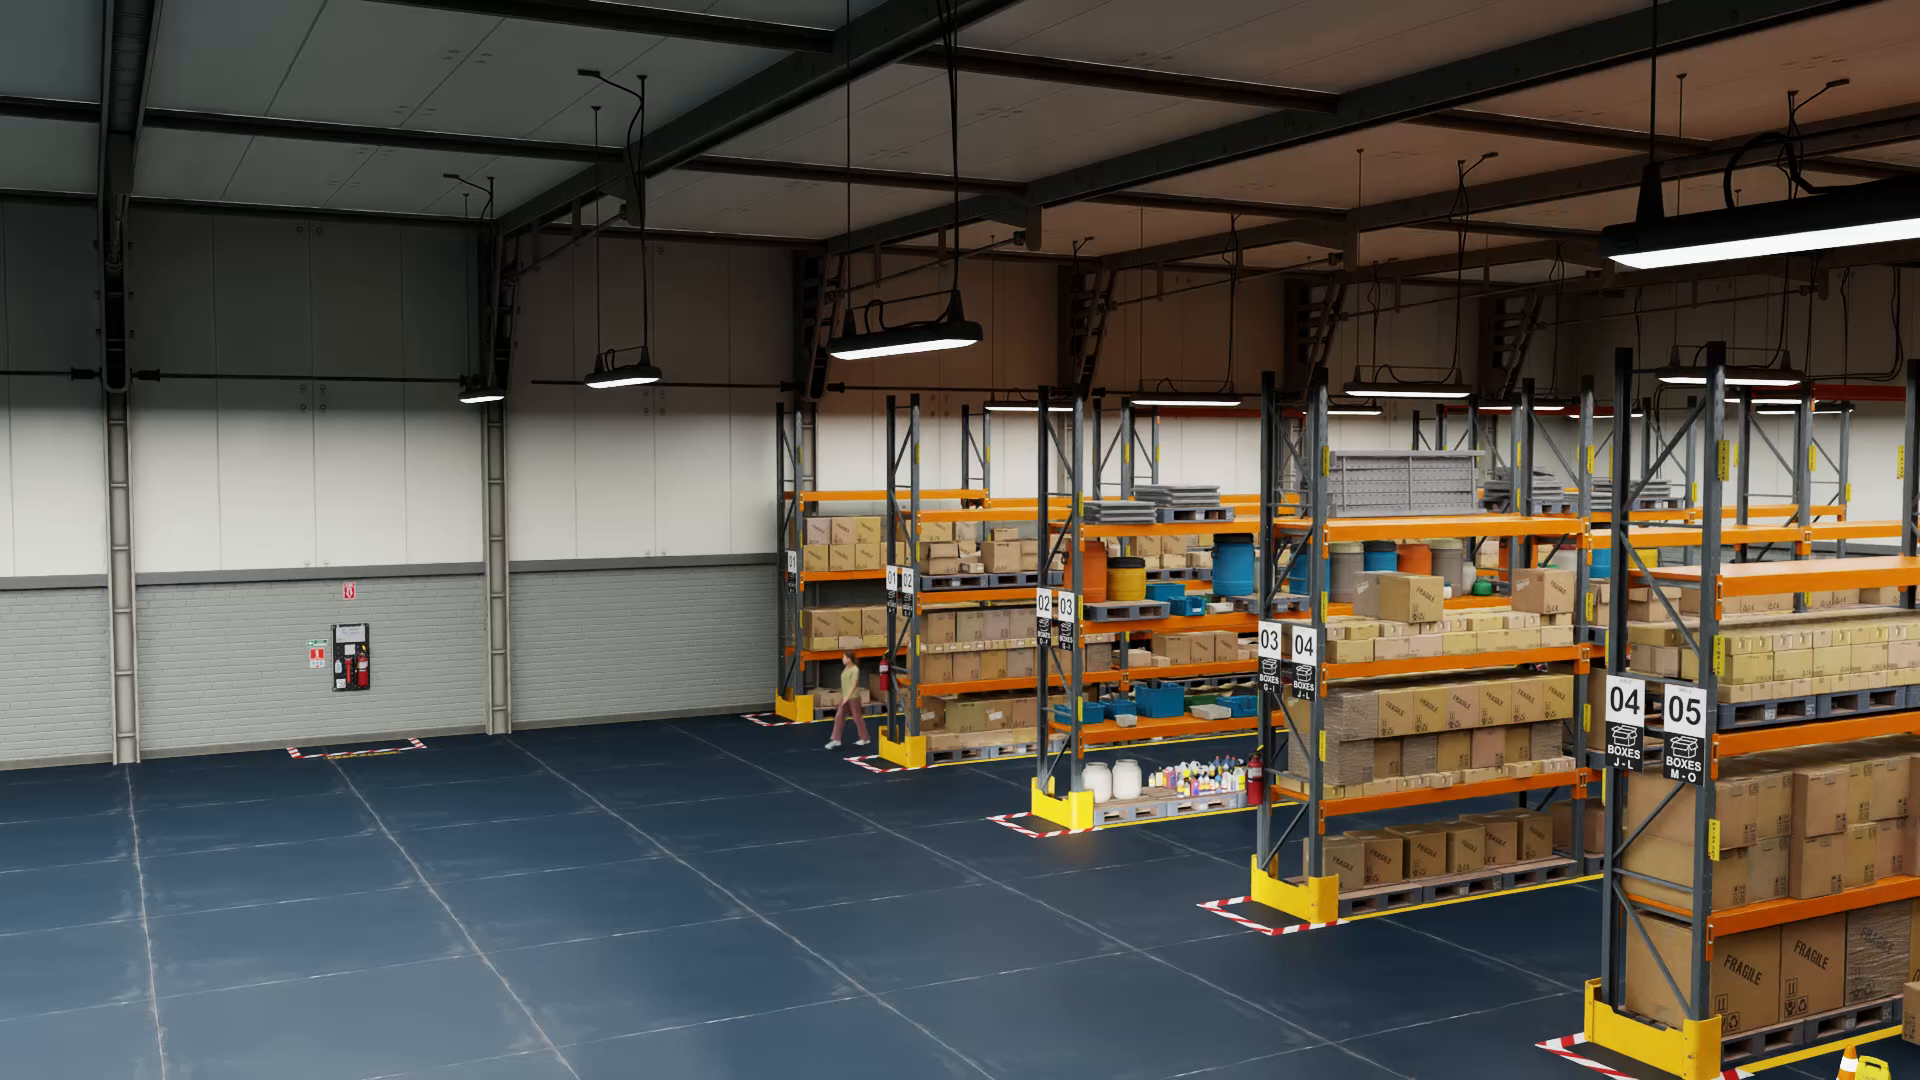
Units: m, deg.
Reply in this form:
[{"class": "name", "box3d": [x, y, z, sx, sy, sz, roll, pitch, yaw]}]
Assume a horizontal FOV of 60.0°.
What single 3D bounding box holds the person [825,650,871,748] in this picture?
[{"class": "person", "box3d": [-1.930, 2.714, 28.475, 0.851, 1.648, 0.473, -2, 4, -33]}]
